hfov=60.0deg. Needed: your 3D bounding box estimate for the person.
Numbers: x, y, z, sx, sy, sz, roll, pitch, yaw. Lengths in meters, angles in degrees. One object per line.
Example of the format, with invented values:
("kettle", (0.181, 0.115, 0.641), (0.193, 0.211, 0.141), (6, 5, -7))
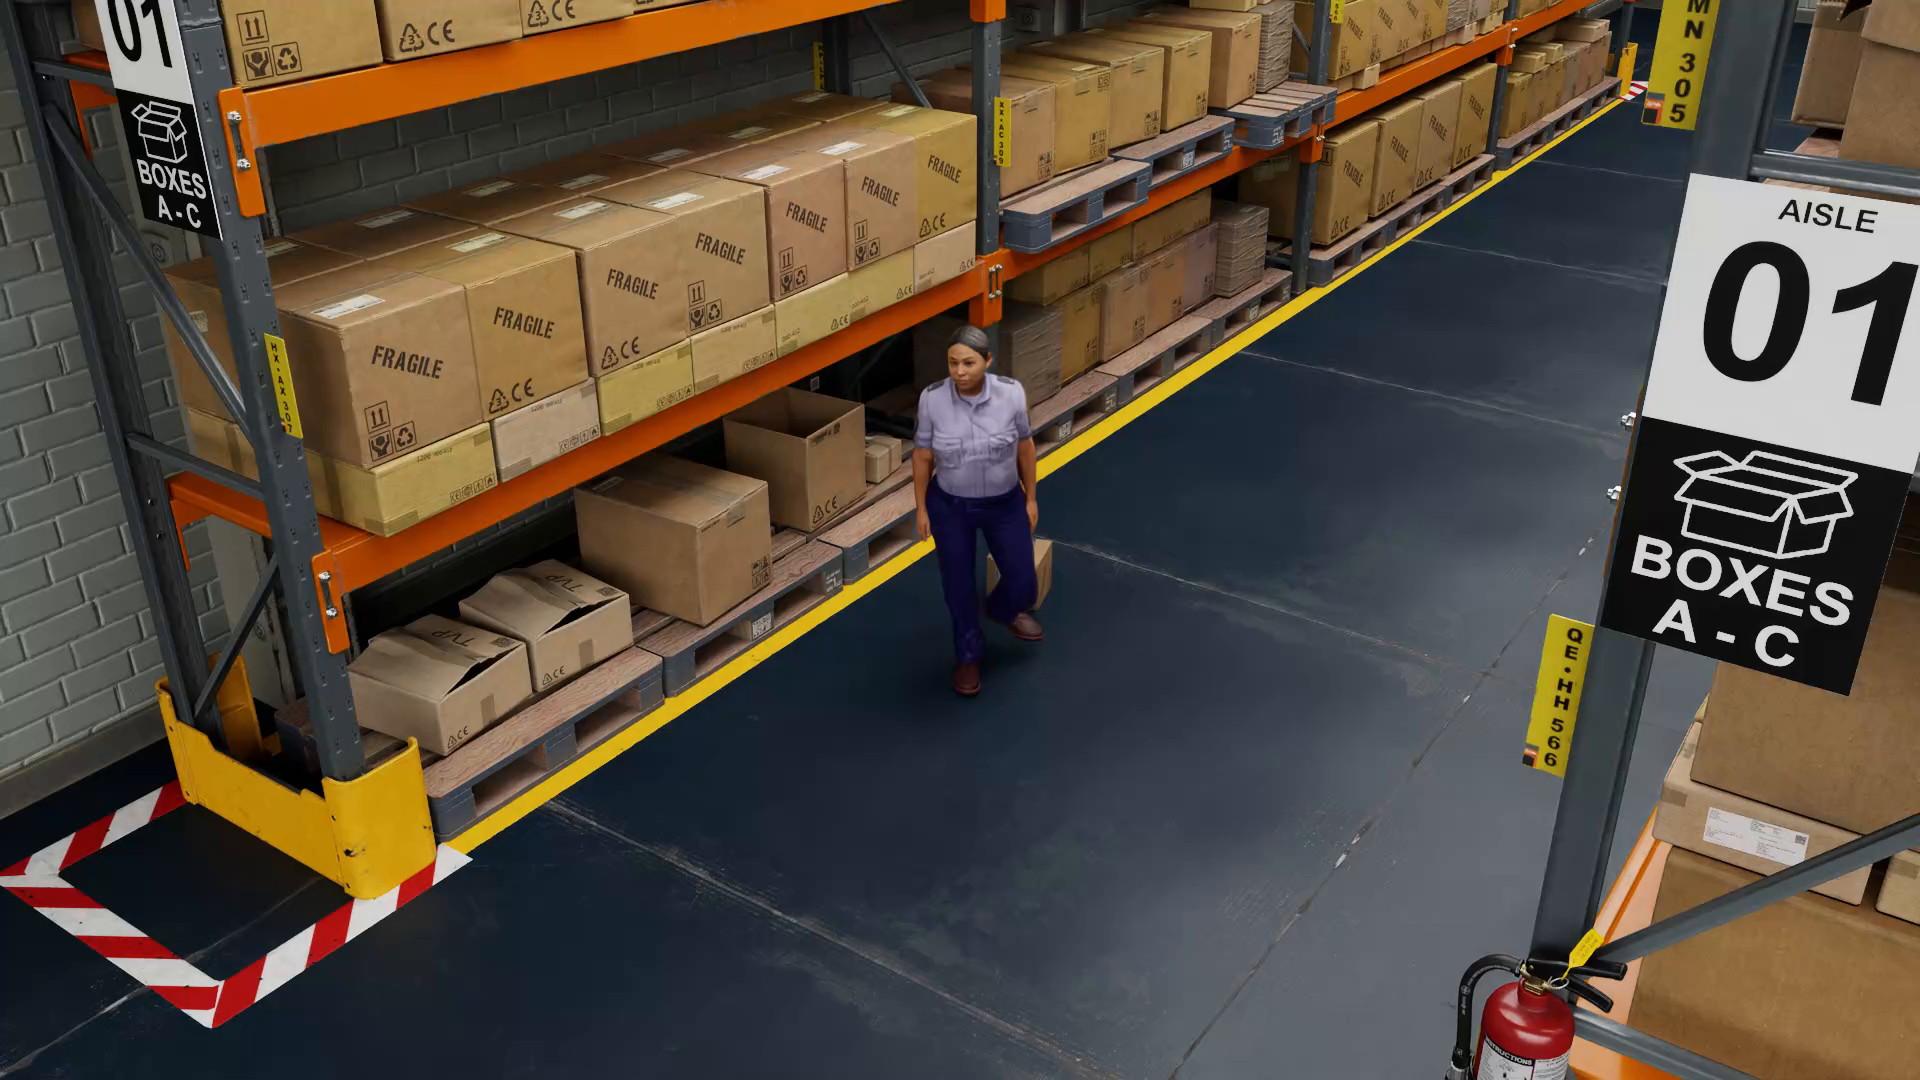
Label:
("person", (0.065, -0.180, 6.918), (0.524, 1.578, 0.480), (-1, 27, -3))
